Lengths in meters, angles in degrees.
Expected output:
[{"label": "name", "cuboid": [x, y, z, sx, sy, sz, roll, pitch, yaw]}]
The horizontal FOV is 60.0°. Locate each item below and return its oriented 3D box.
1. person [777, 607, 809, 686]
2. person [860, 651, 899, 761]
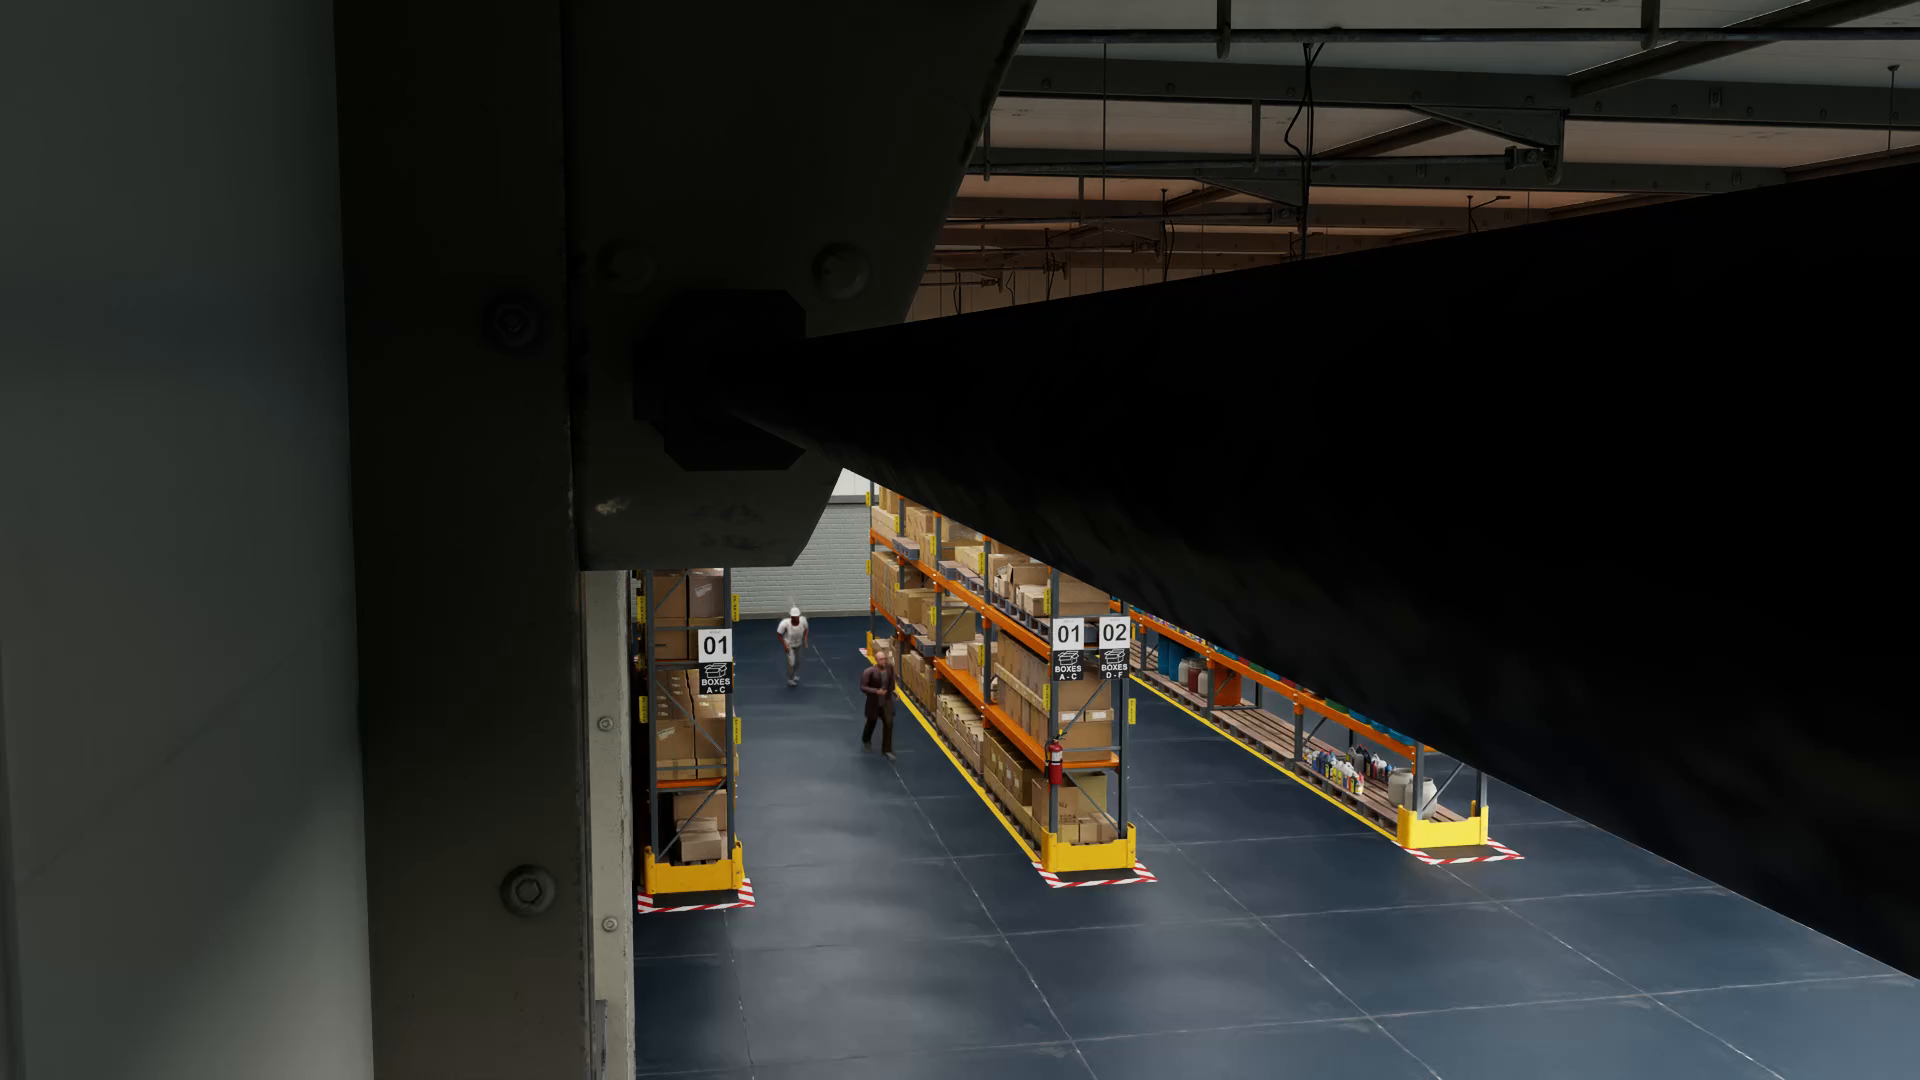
[{"label": "person", "cuboid": [-3.325, 2.090, 32.988, 0.711, 1.617, 0.925, -4, 7, -36]}, {"label": "person", "cuboid": [-1.341, 2.642, 26.969, 0.701, 1.753, 1.051, -3, 6, -23]}]
